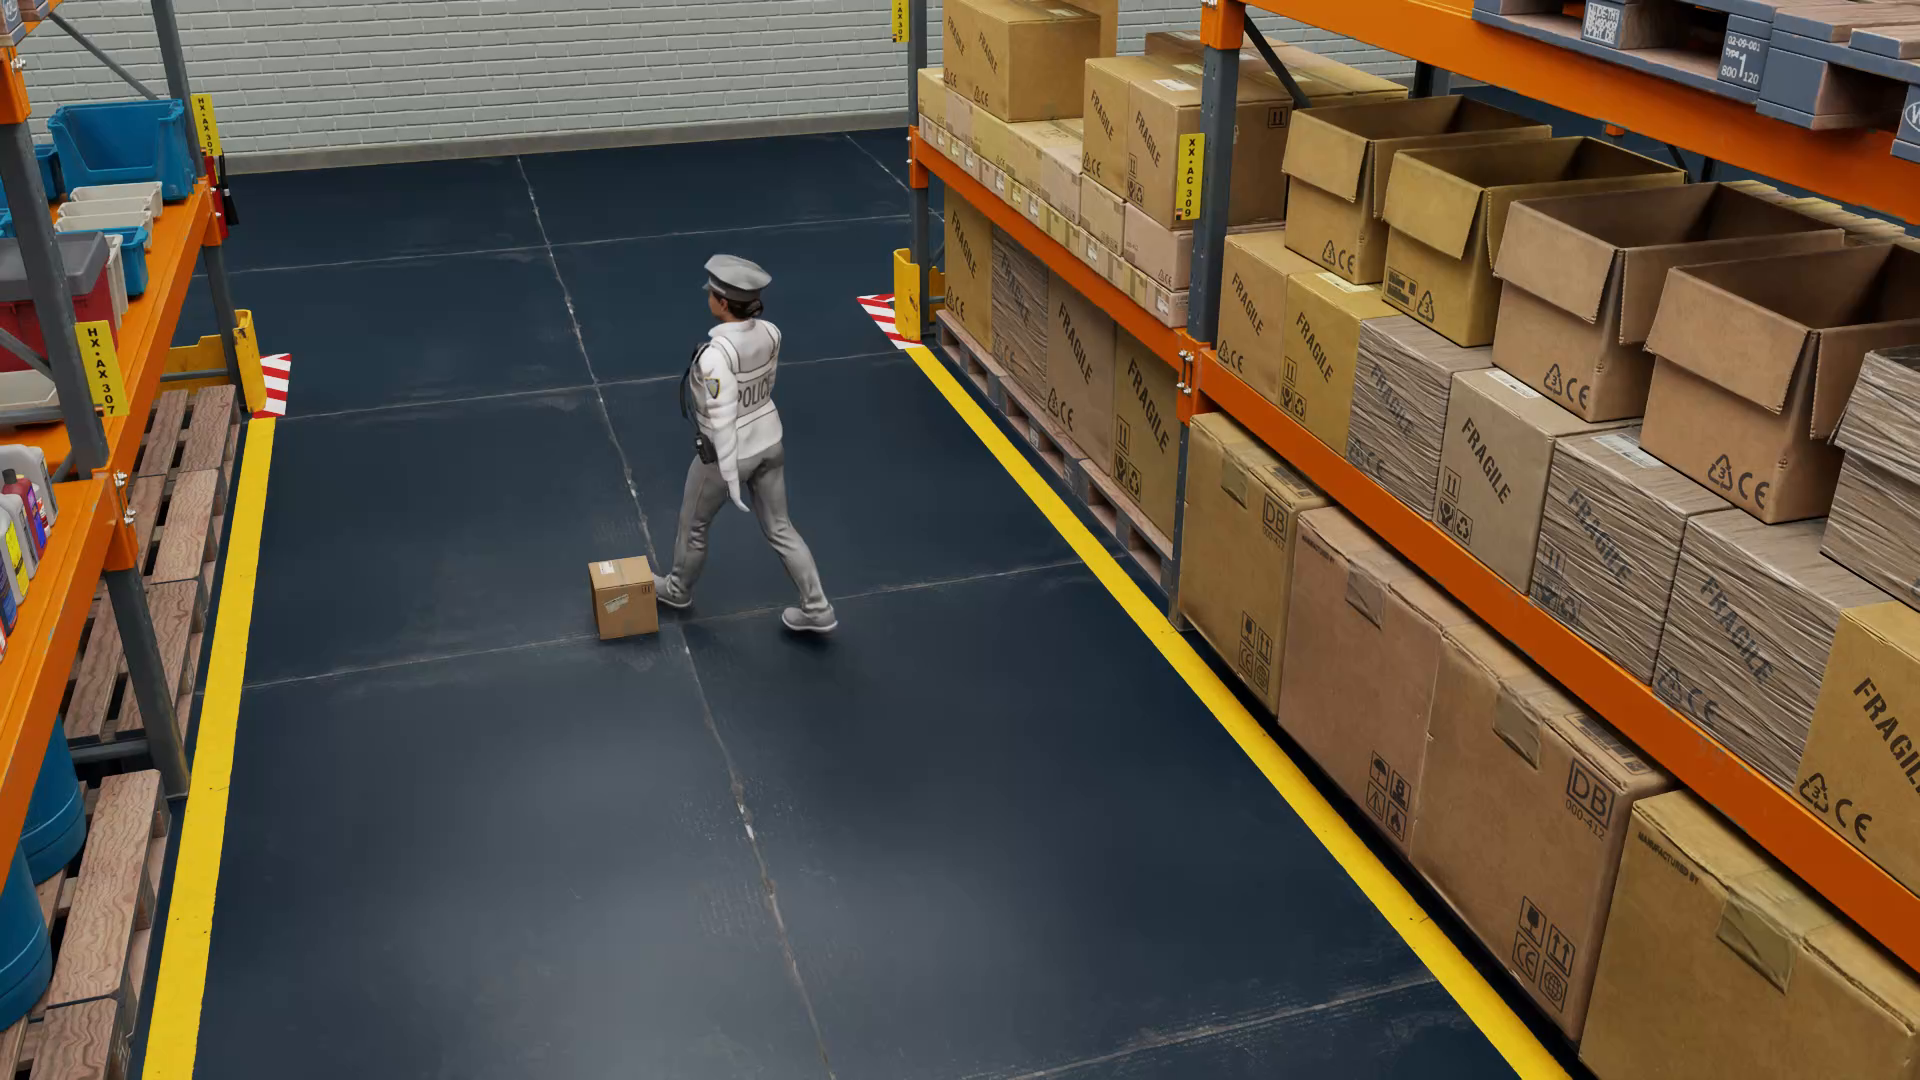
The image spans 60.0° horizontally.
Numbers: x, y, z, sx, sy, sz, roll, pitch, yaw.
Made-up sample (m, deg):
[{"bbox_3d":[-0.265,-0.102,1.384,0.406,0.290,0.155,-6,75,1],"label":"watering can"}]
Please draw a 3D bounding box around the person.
[{"bbox_3d":[-0.966,-0.405,6.908,0.985,1.625,0.499,19,32,33],"label":"person"}]
